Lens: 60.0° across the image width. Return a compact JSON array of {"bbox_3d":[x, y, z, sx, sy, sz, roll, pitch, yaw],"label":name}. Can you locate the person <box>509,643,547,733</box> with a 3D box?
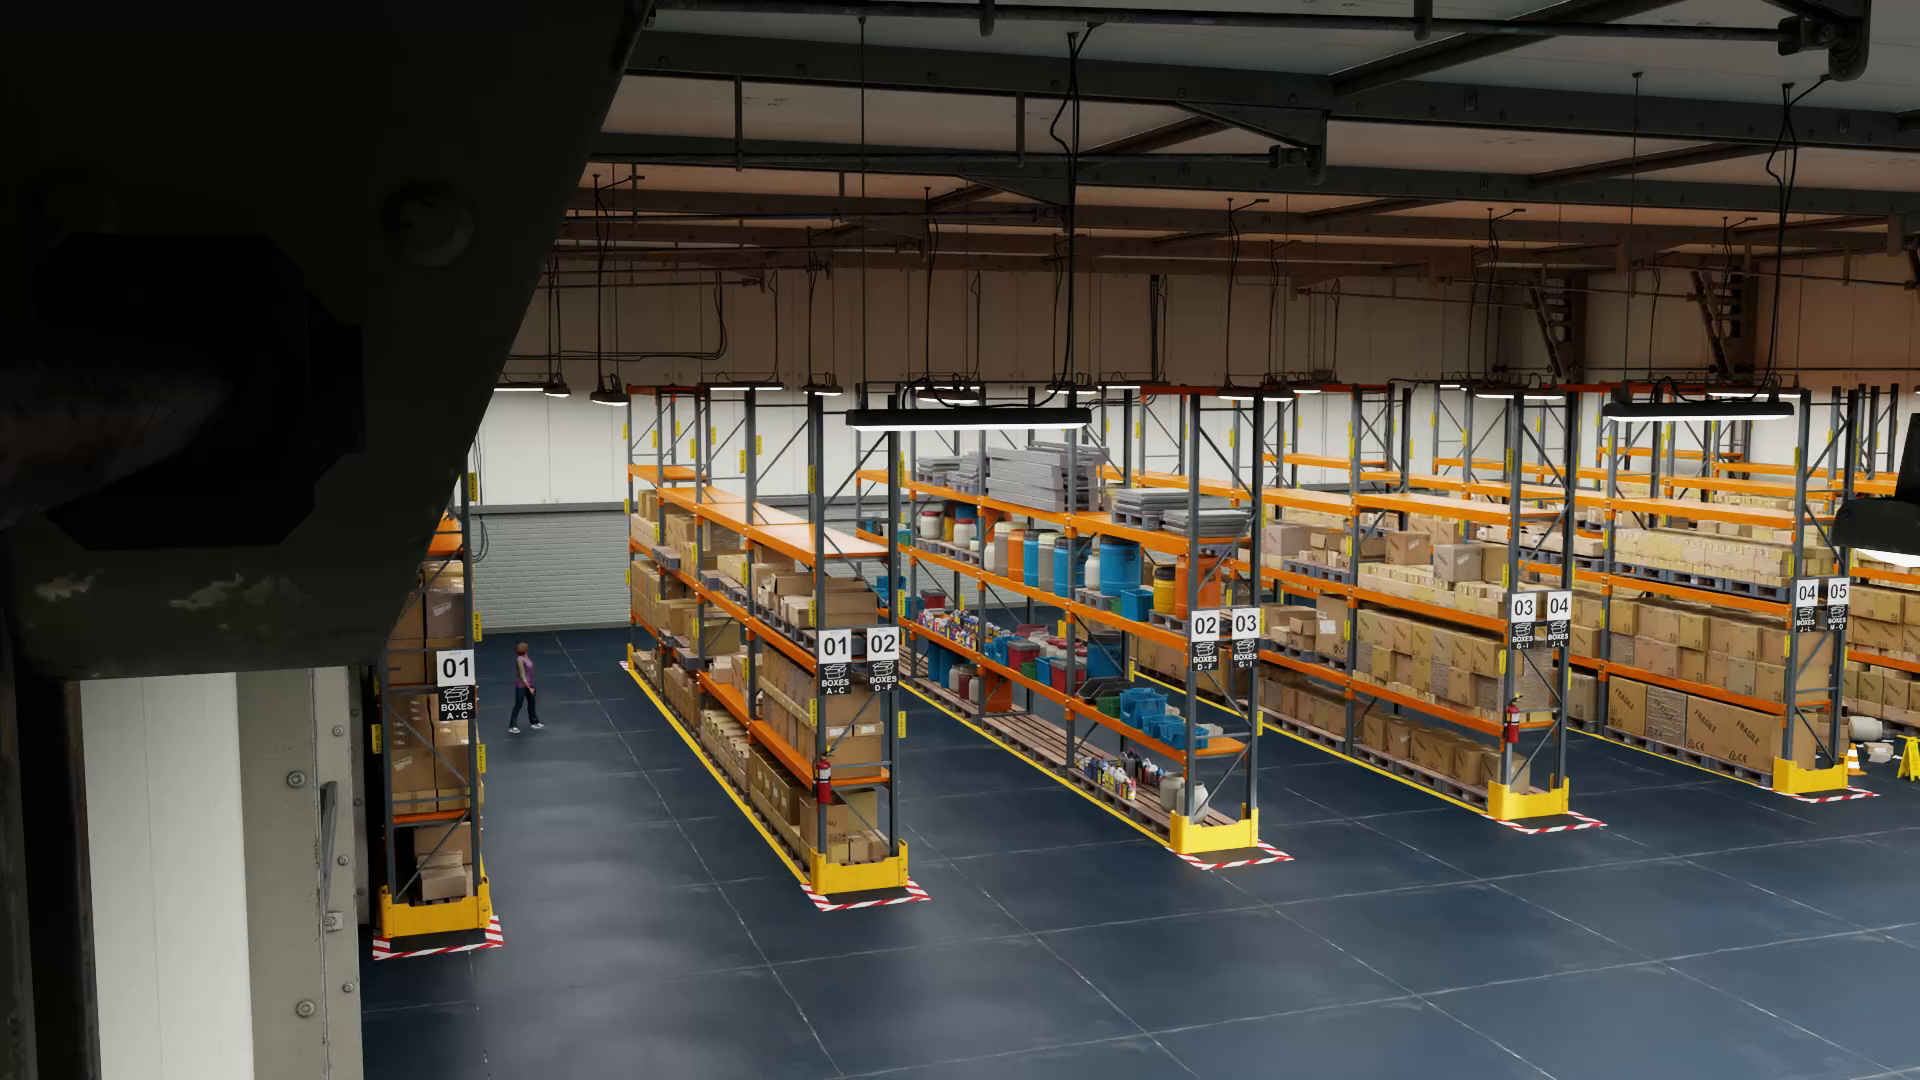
[{"bbox_3d":[-7.584,2.564,29.023,0.532,1.603,0.587,1,6,7],"label":"person"}]

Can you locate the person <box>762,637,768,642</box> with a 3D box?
[{"bbox_3d":[-3.883,1.934,33.574,0.420,1.718,0.503,-1,6,-12],"label":"person"}]

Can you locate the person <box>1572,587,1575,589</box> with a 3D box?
[{"bbox_3d":[12.881,1.847,35.182,0.884,1.737,0.698,3,7,28],"label":"person"}]
